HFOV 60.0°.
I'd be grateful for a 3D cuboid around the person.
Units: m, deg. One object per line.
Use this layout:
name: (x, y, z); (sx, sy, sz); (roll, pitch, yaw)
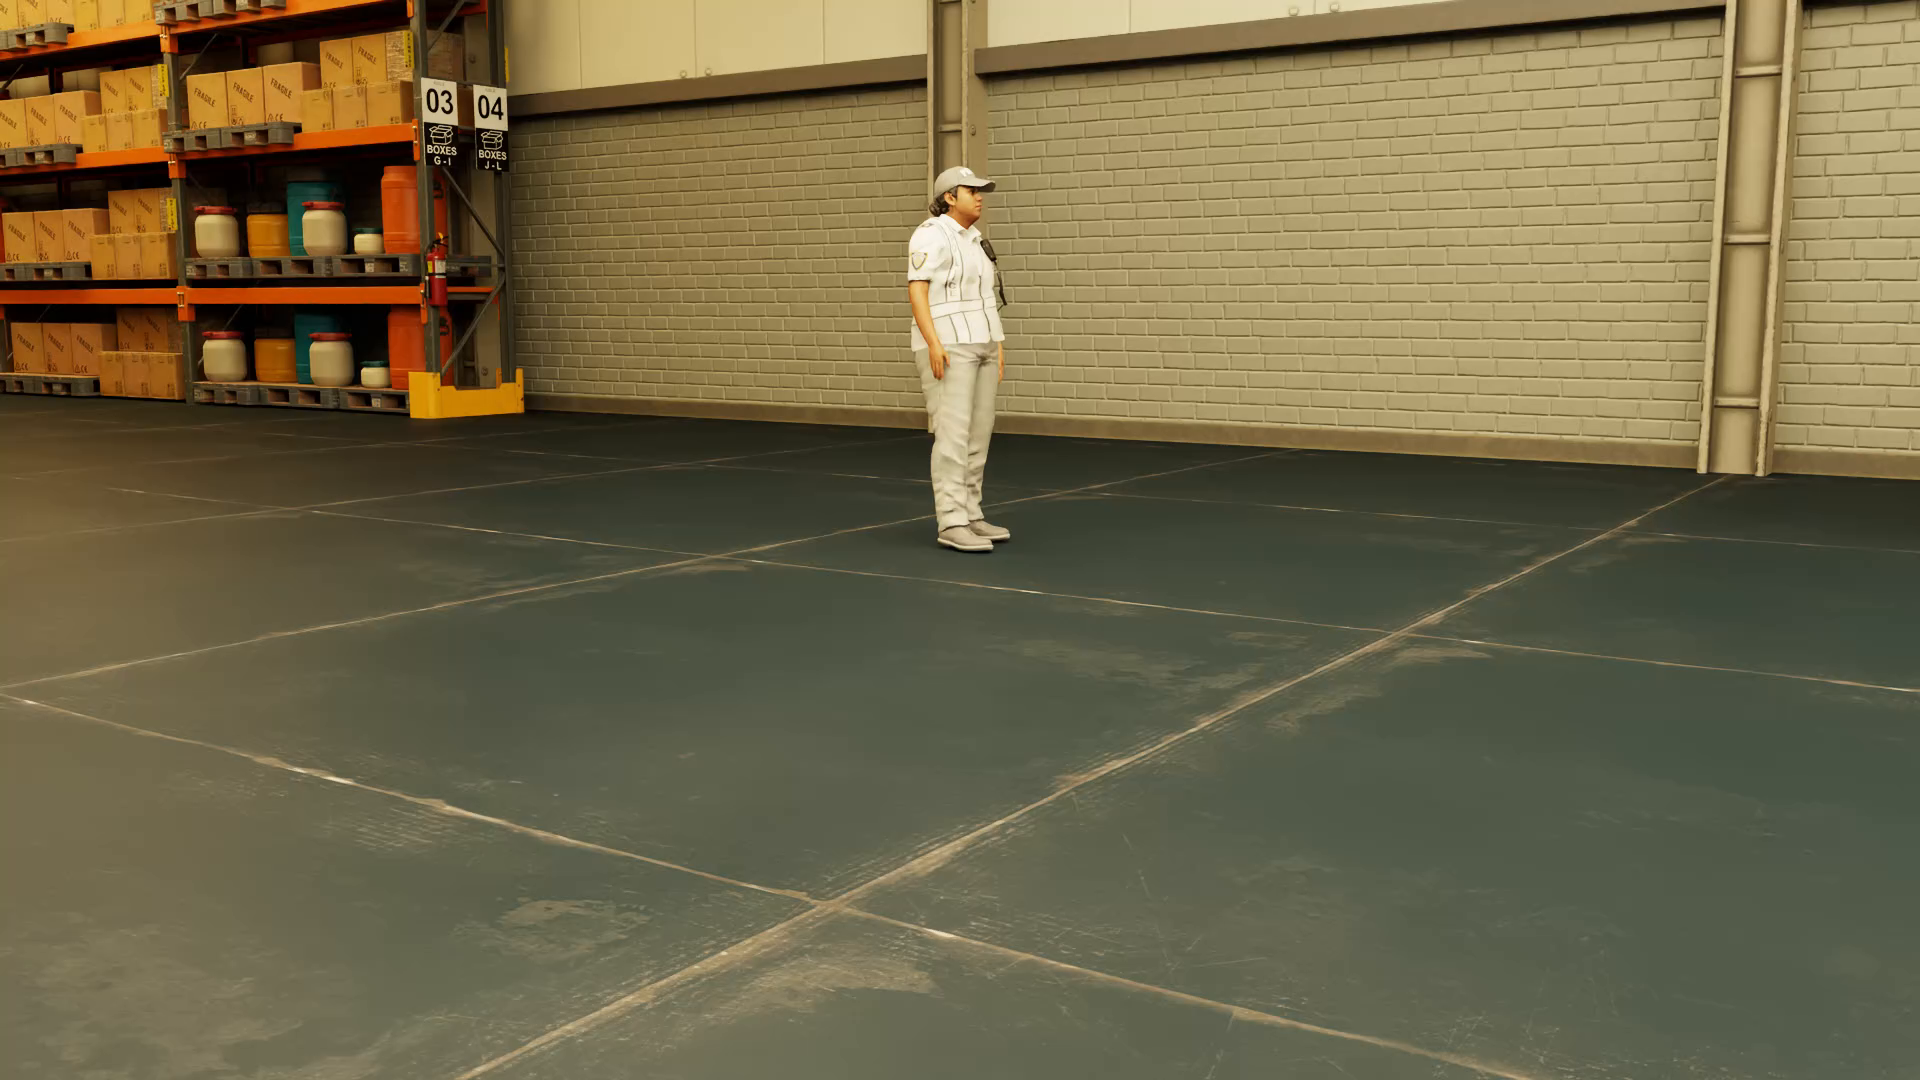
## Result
person: (0.051, -0.823, 7.424); (0.529, 1.670, 0.598); (5, 10, 34)
